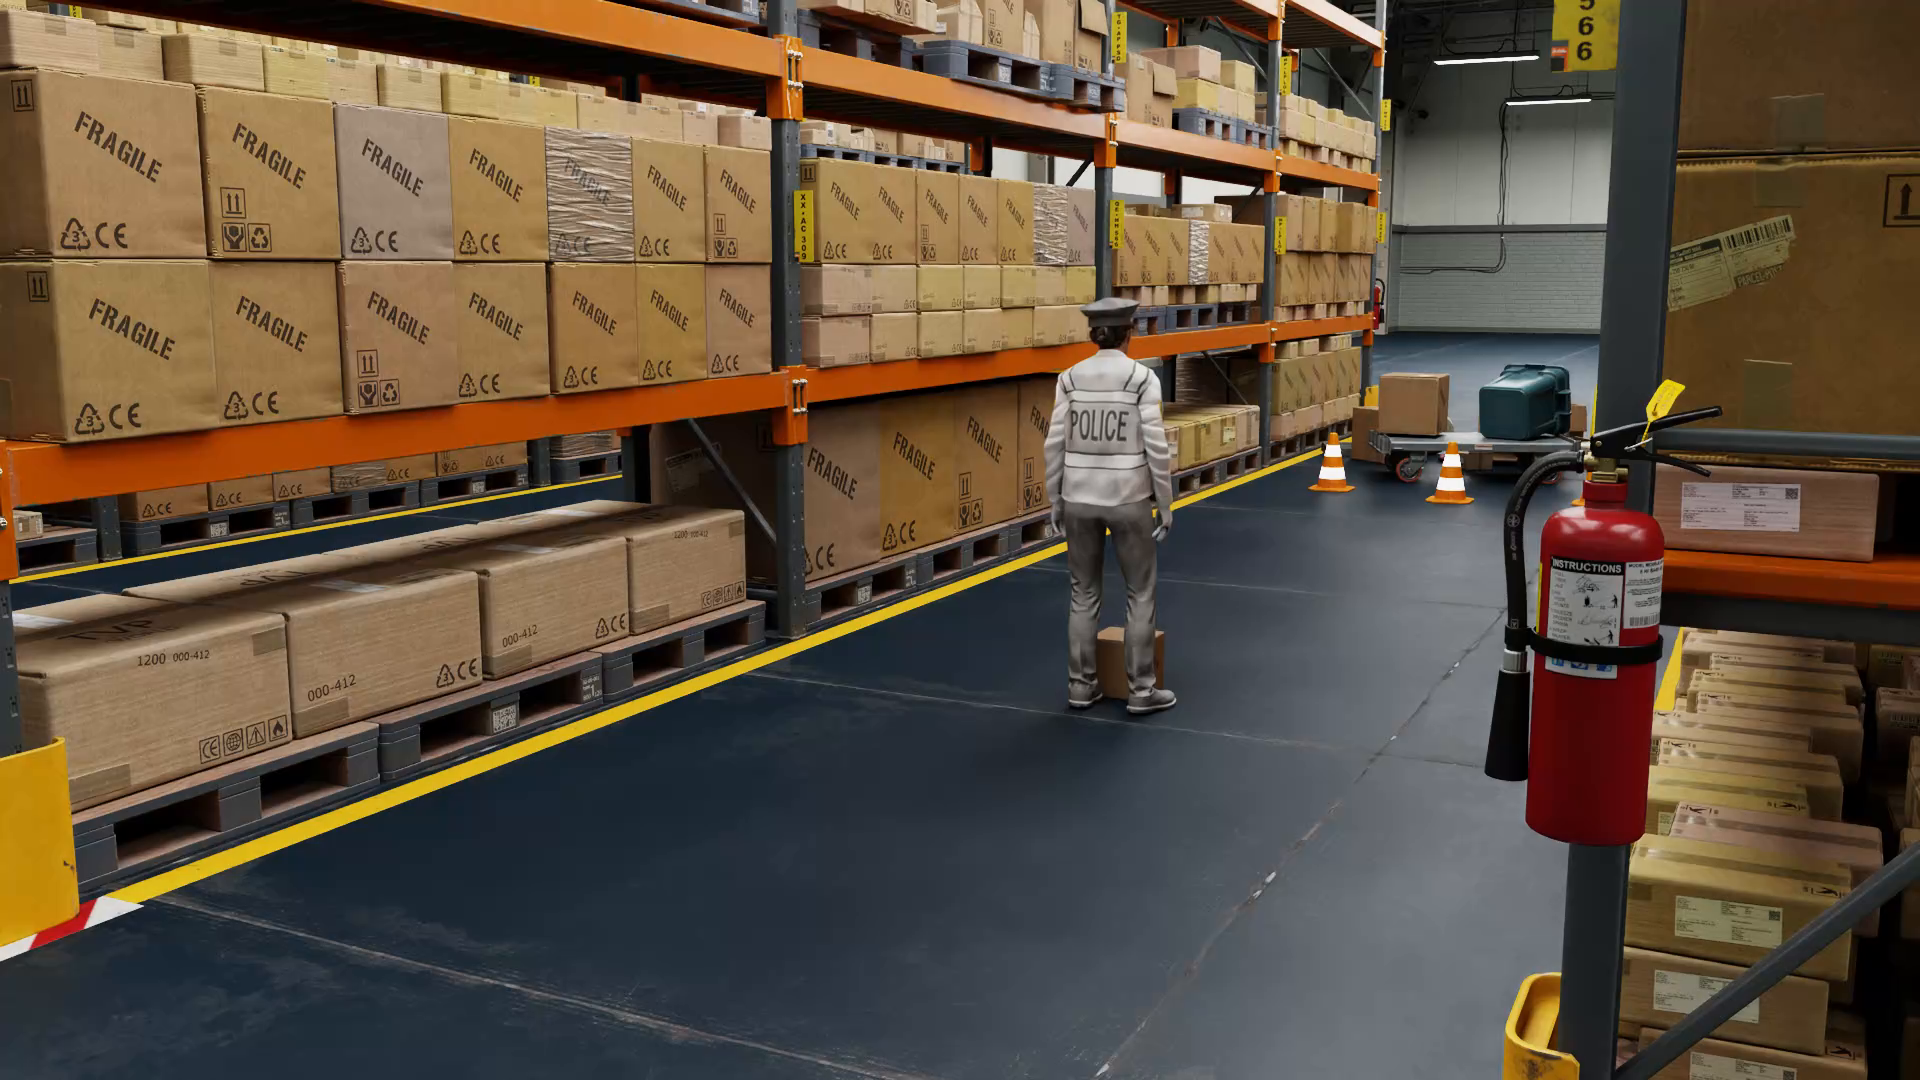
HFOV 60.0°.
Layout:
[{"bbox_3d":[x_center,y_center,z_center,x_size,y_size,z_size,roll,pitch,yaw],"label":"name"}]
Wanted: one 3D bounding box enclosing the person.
[{"bbox_3d":[0.603,-0.138,6.716,0.531,1.662,0.375,4,10,23],"label":"person"}]
